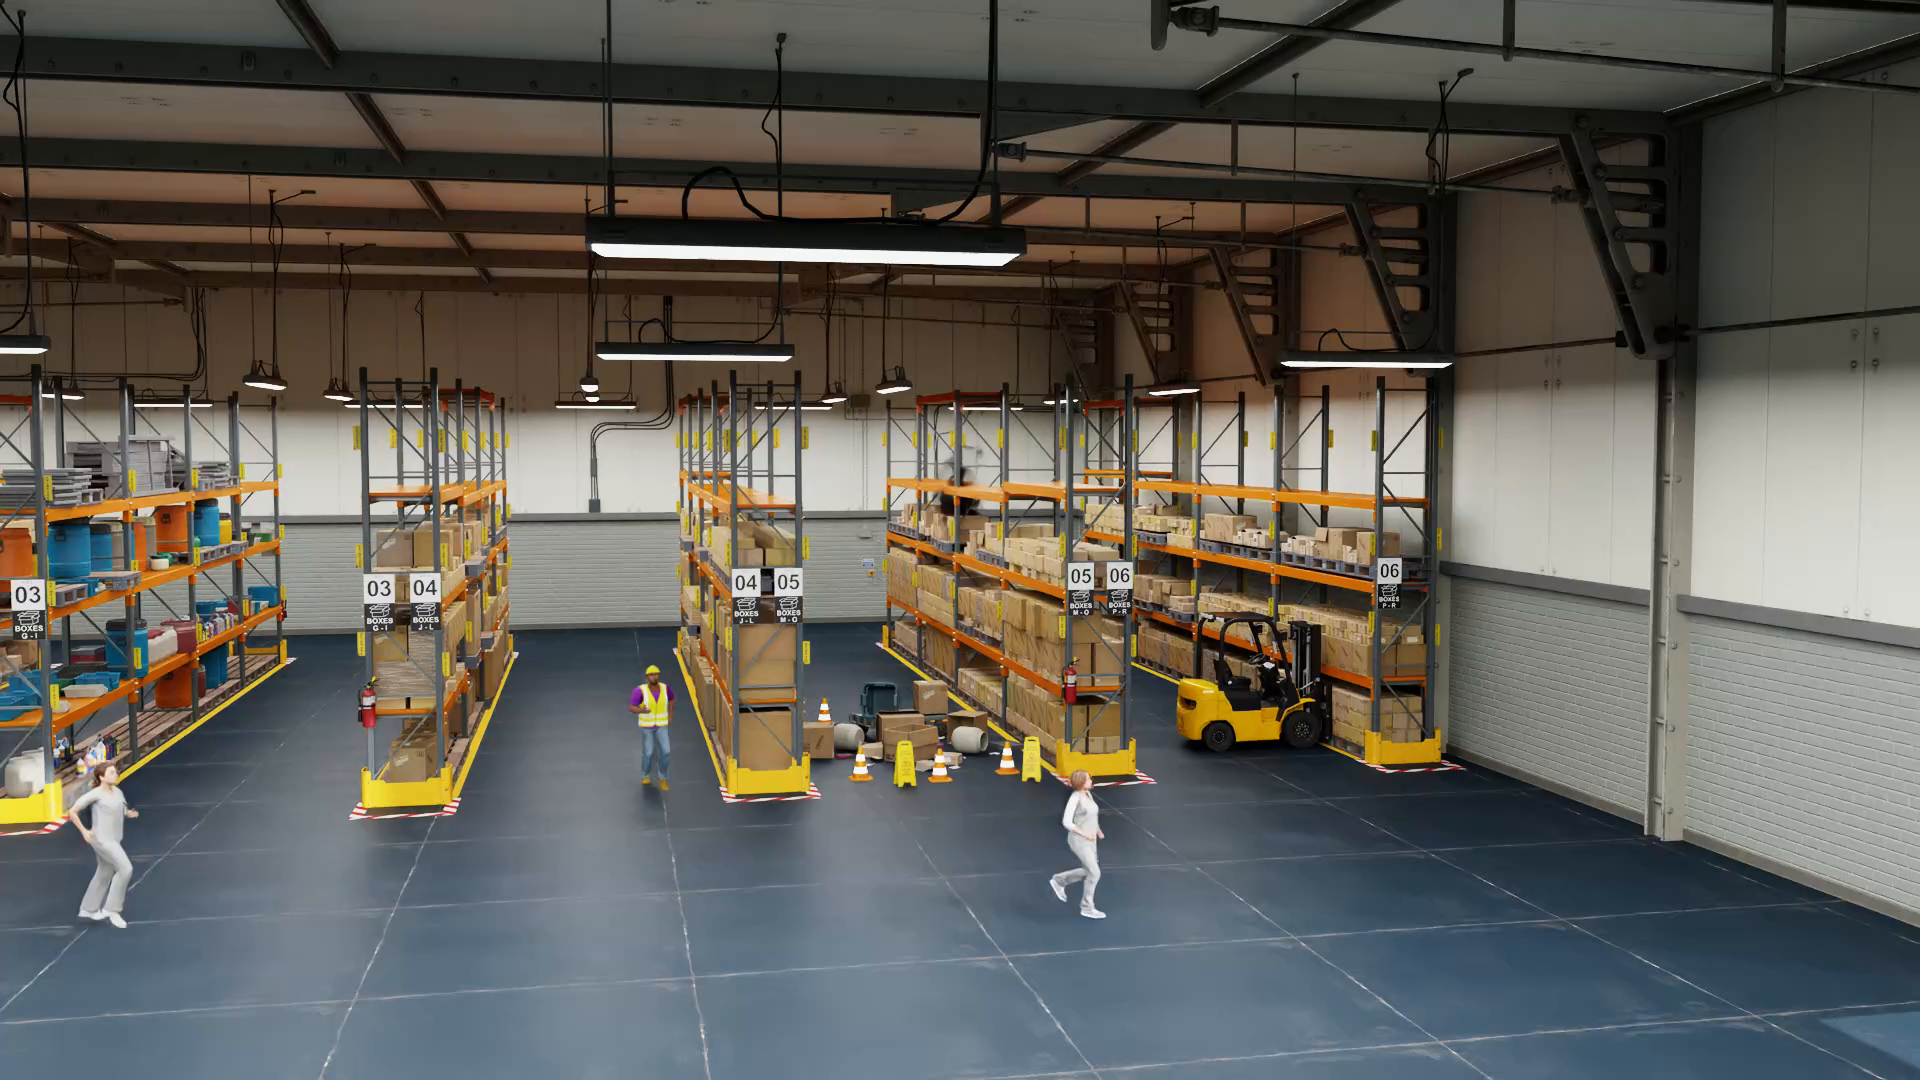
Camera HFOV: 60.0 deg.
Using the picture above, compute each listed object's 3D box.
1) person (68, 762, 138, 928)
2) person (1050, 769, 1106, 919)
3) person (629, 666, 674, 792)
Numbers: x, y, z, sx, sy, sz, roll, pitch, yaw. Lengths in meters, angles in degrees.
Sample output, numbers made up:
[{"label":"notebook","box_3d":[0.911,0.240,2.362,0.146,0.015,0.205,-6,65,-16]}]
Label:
[{"label":"person","box_3d":[-8.805,3.142,17.180,0.677,1.704,0.546,0,3,3]},{"label":"person","box_3d":[1.222,3.180,17.469,0.637,1.568,0.555,1,4,24]},{"label":"person","box_3d":[-4.387,2.715,23.841,0.695,1.838,0.660,-1,4,-22]}]
